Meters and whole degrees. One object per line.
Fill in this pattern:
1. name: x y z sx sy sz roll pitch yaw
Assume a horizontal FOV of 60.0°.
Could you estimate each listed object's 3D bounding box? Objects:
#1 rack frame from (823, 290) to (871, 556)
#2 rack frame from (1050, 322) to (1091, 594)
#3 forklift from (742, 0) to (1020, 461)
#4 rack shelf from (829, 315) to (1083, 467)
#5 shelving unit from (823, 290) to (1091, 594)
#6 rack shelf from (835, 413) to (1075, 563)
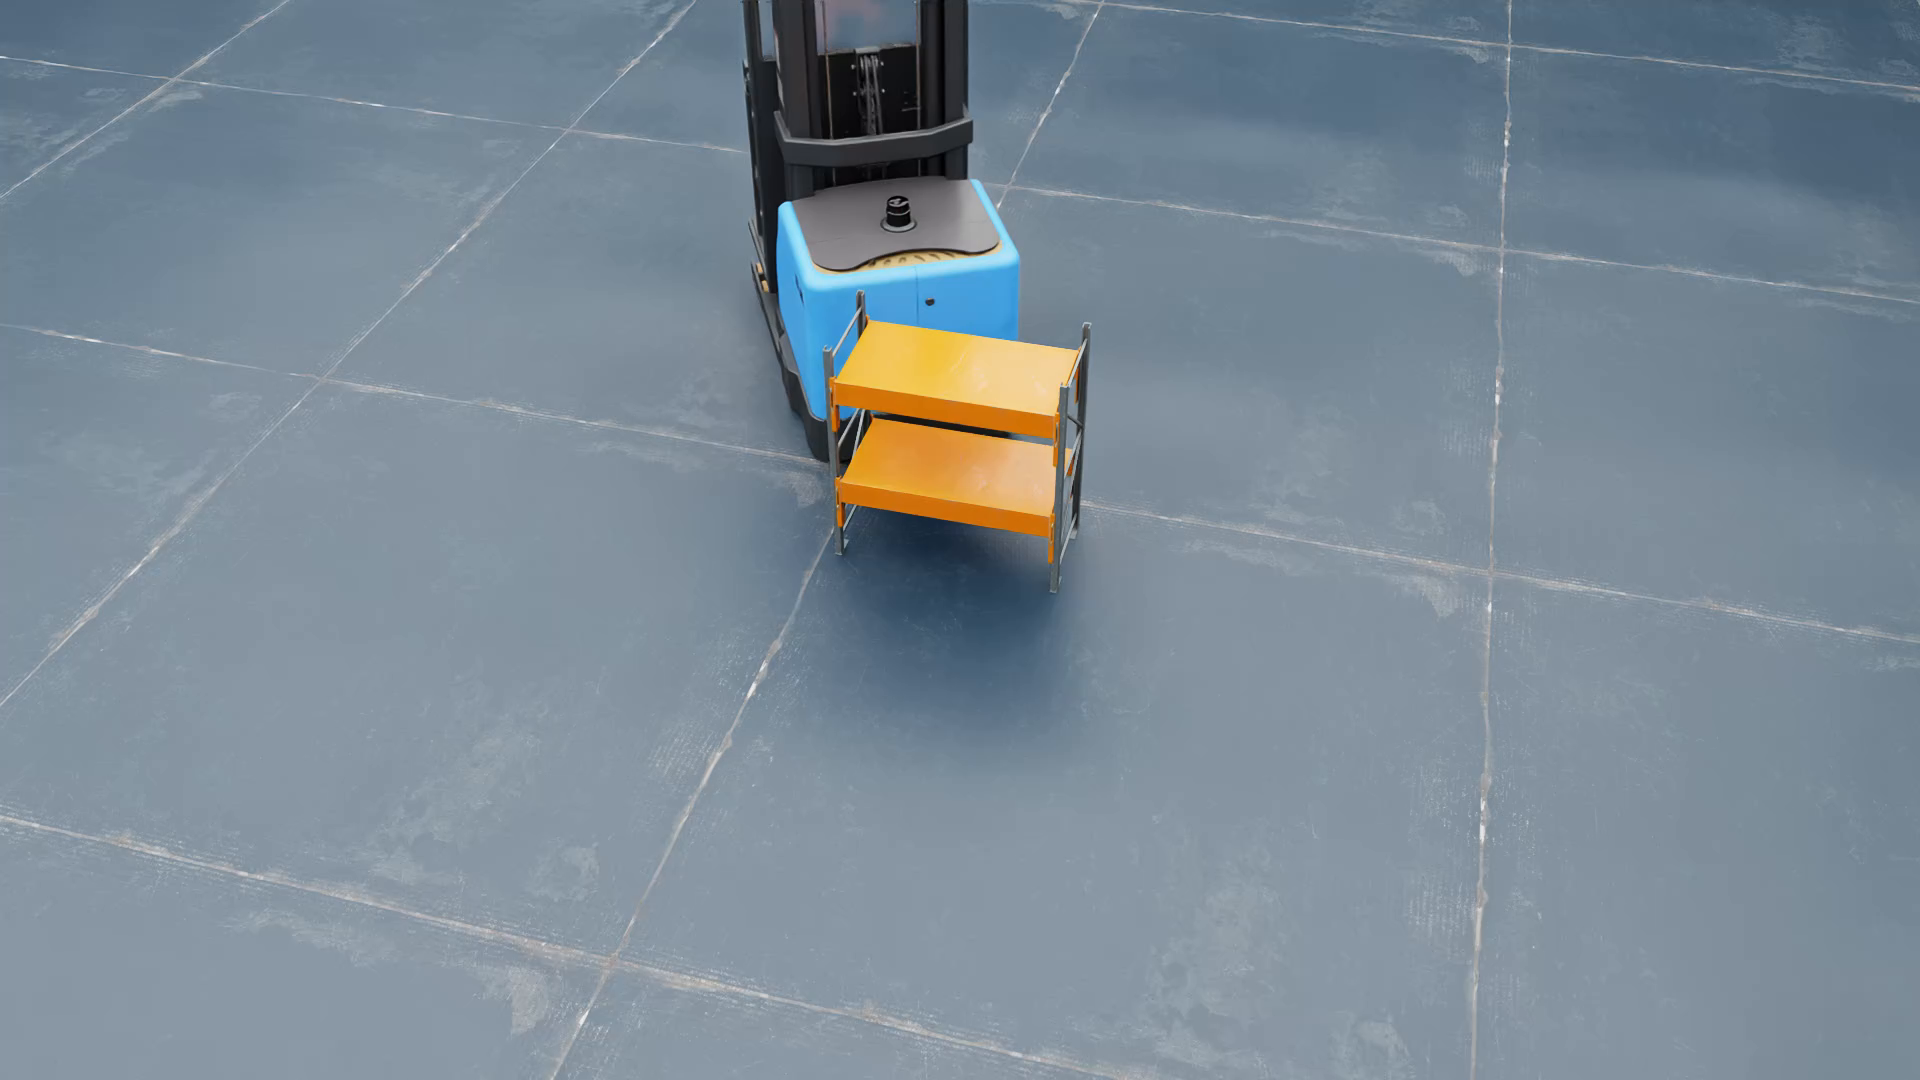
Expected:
1. rack frame: -0.498 -0.516 7.515 0.032 1.125 0.500 10 41 11
2. rack frame: 0.485 -0.347 7.314 0.032 1.125 0.500 10 41 11
3. forklift: -0.560 -2.461 8.426 1.130 2.935 3.031 -9 41 -11
4. rack shelf: -0.007 -0.656 7.226 1.000 0.278 0.538 10 41 11
5. shelving unit: -0.007 -0.432 7.414 1.048 1.125 0.538 10 41 11
6. rack shelf: -0.007 -0.245 7.571 1.000 0.278 0.538 10 41 11
